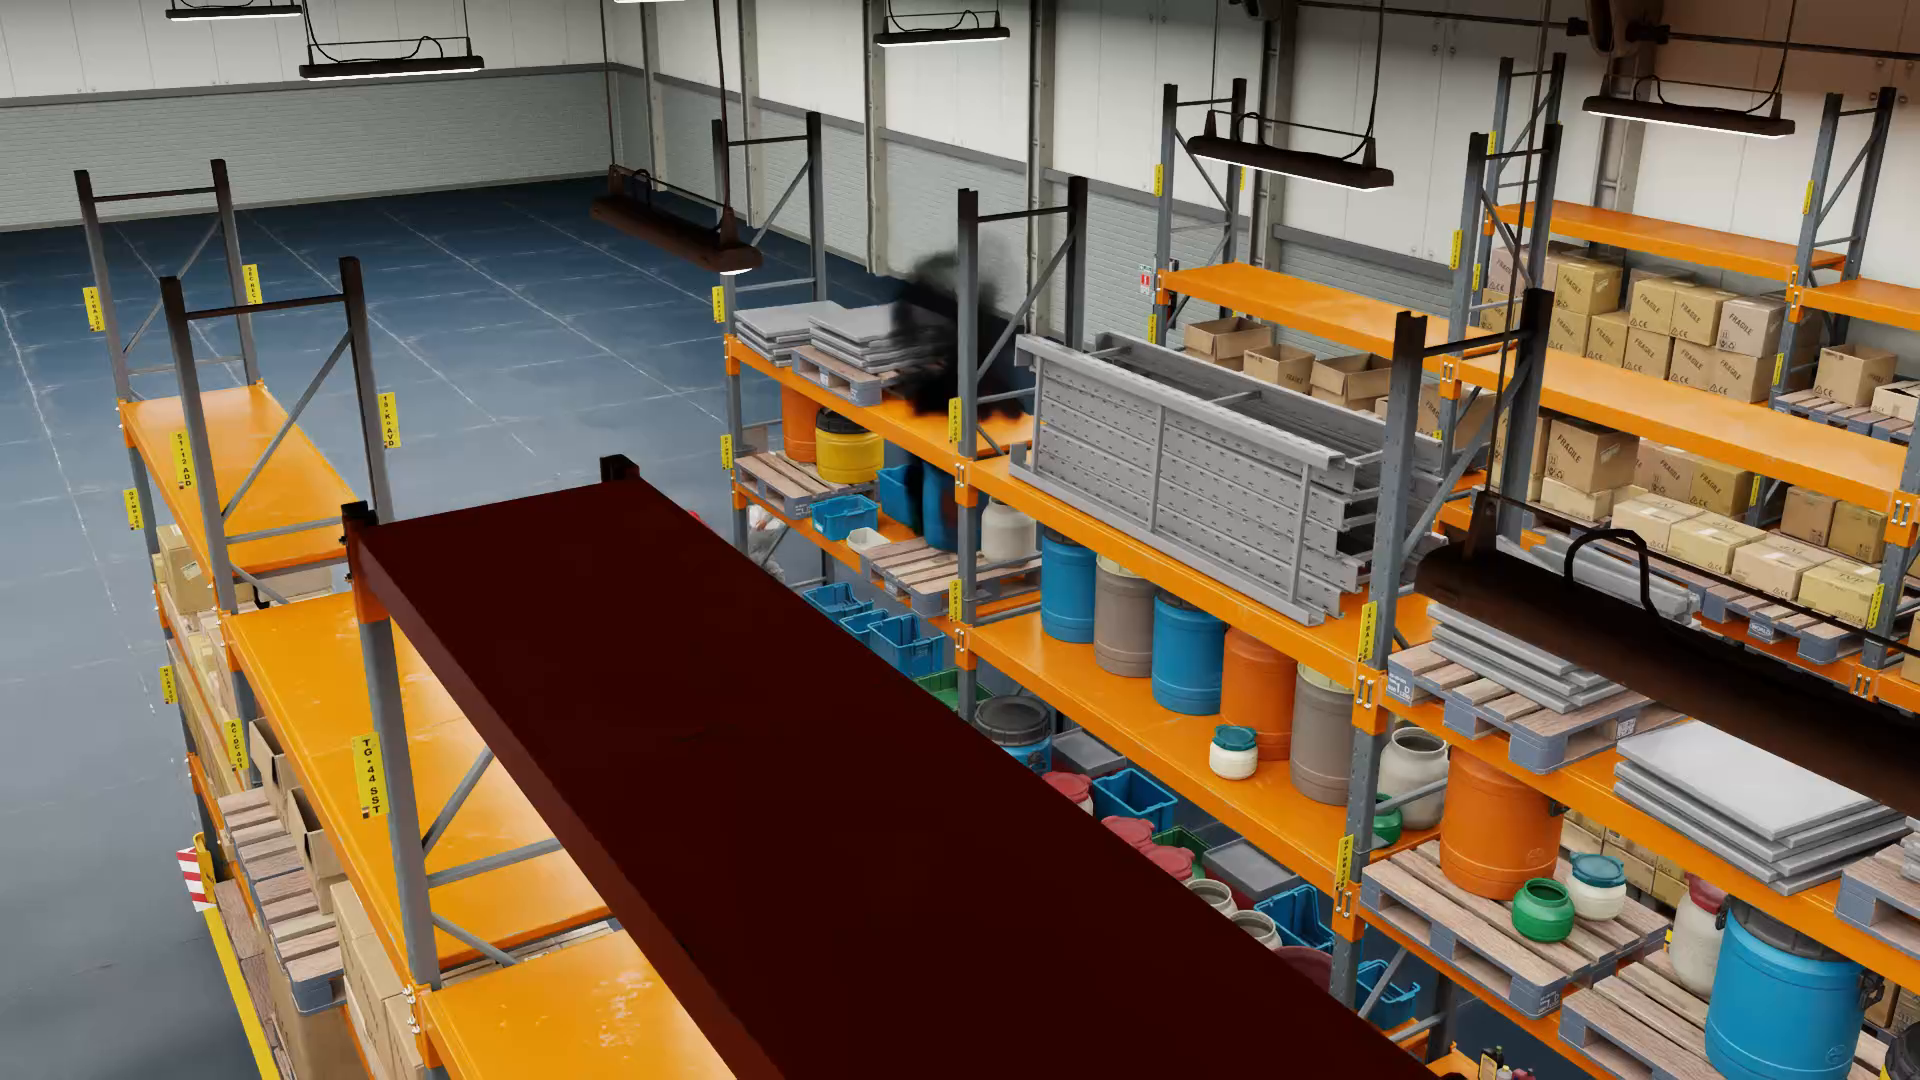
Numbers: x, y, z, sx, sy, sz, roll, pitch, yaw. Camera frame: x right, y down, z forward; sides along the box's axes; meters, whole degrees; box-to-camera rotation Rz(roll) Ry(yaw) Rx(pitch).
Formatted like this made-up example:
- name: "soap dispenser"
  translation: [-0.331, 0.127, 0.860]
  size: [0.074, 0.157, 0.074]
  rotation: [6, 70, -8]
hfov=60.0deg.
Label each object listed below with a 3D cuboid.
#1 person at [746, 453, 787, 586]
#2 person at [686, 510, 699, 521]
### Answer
- name: "person"
  translation: [-2.338, -0.204, 19.578]
  size: [0.542, 1.731, 0.672]
  rotation: [-1, 22, -2]
- name: "person"
  translation: [-2.828, 0.530, 17.713]
  size: [0.749, 1.836, 0.654]
  rotation: [-1, 22, -2]
